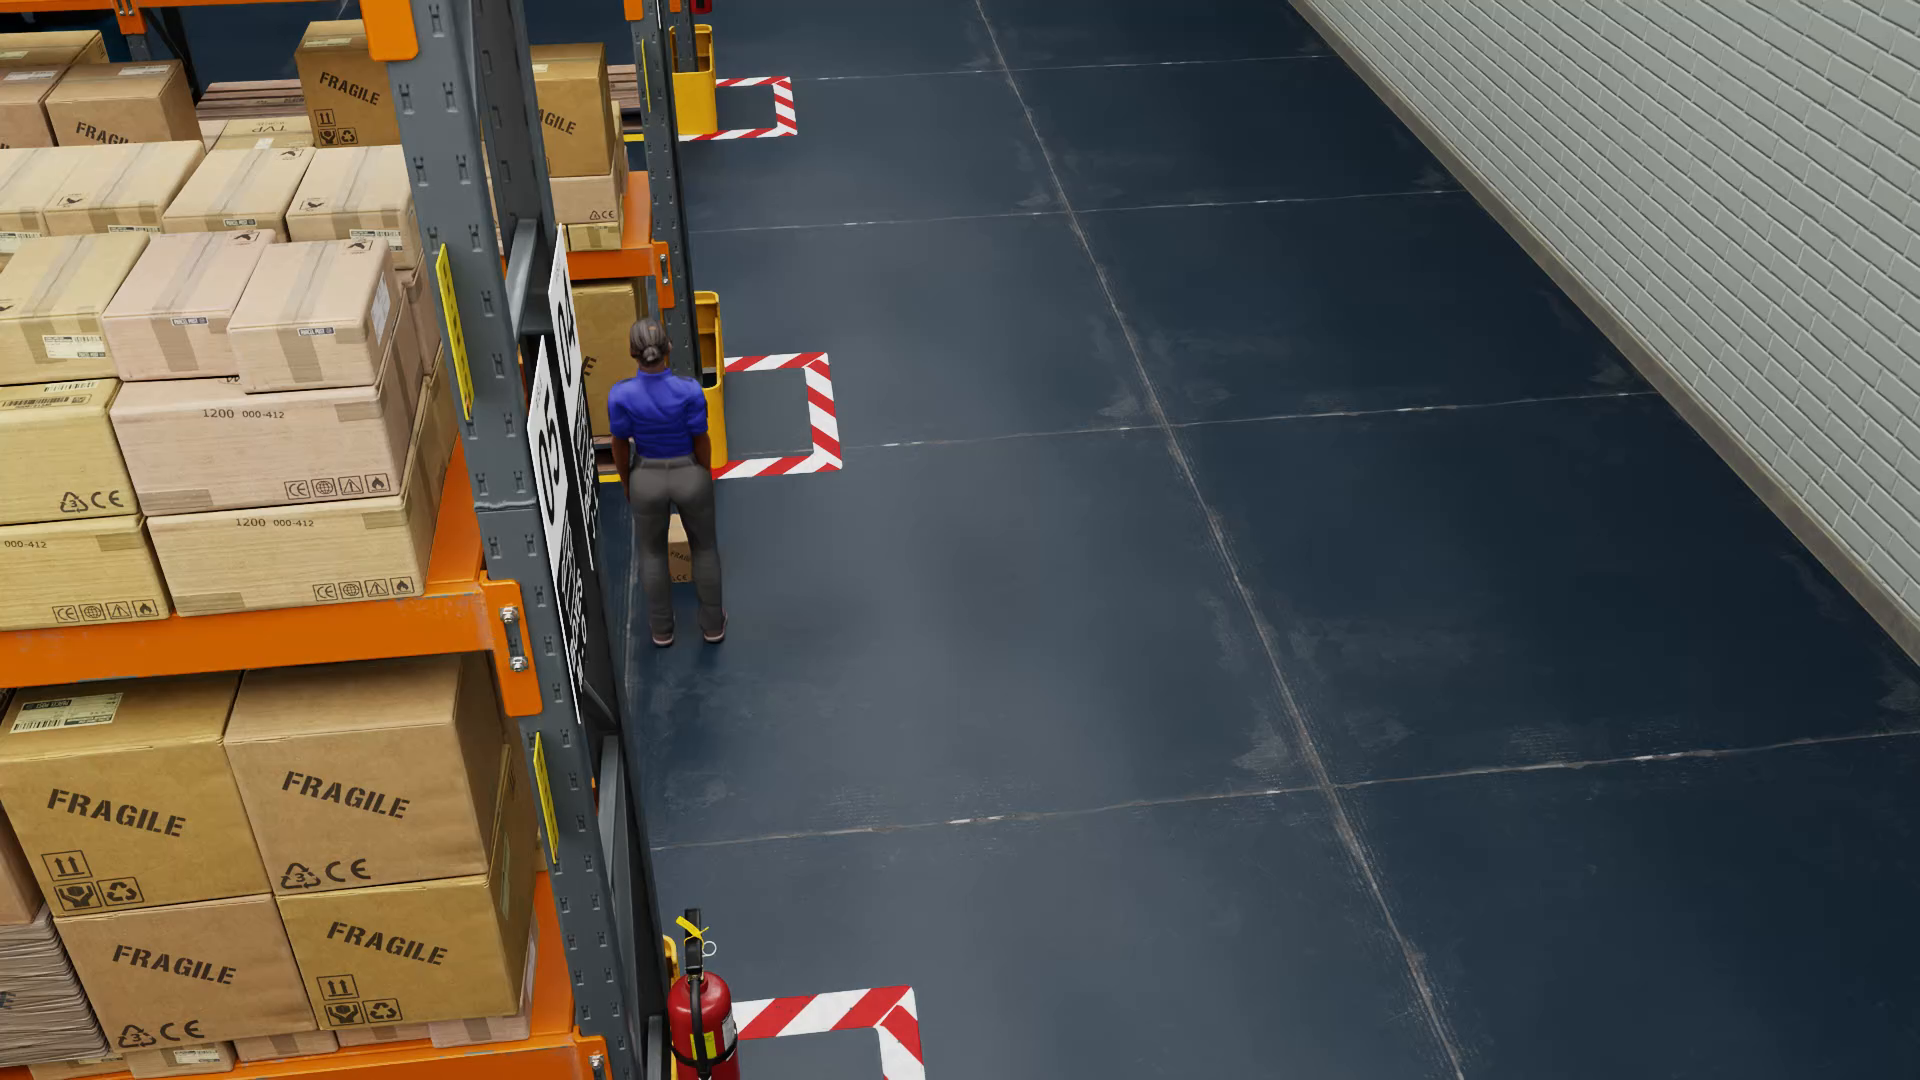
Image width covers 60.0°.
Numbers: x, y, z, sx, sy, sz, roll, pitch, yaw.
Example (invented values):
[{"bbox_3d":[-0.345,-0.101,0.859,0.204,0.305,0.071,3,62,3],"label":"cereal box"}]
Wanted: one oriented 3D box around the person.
[{"bbox_3d":[-1.326,-0.247,7.514,0.440,1.652,0.302,-4,35,-5],"label":"person"}]
